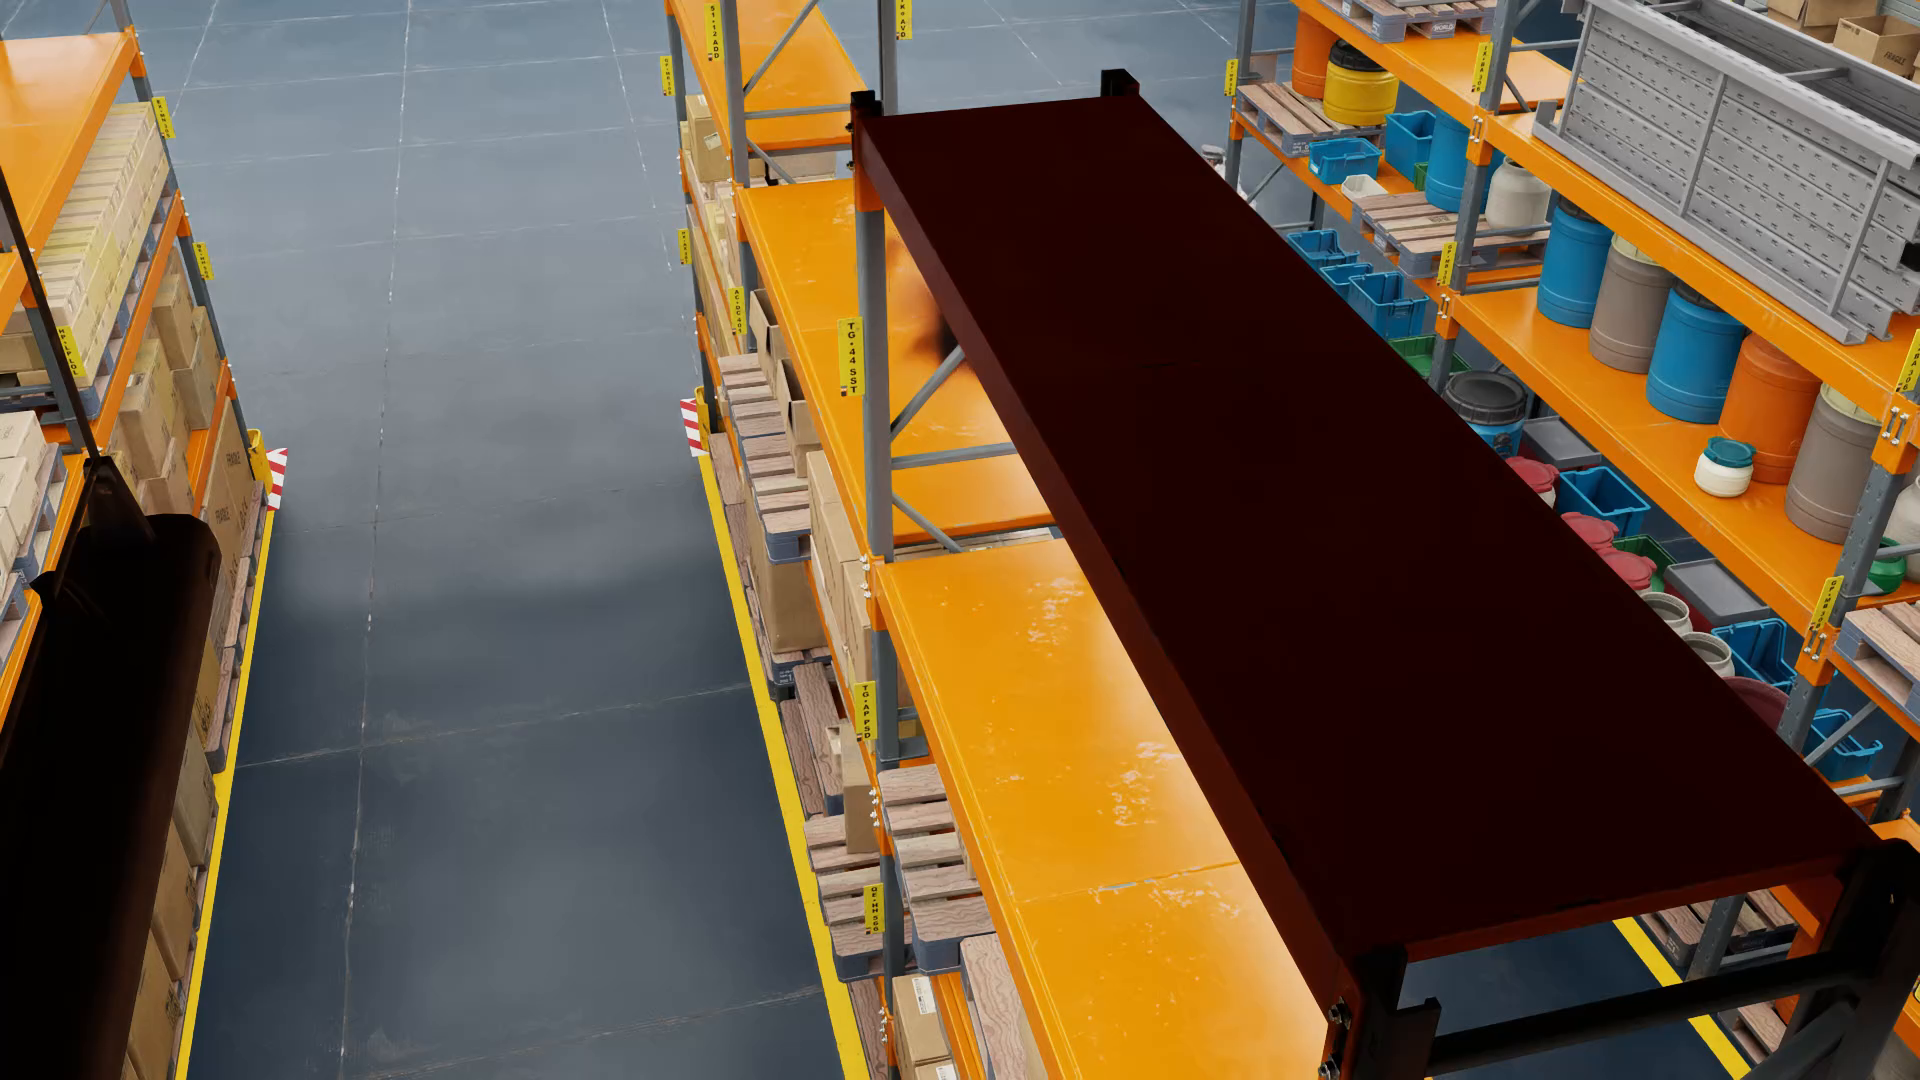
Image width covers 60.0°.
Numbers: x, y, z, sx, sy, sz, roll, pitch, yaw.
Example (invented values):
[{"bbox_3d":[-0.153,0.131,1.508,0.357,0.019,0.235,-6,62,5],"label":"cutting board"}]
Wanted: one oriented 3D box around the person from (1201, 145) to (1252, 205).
[{"bbox_3d":[2.867,-3.564,17.984,0.770,1.496,0.650,-1,34,-2],"label":"person"}]
